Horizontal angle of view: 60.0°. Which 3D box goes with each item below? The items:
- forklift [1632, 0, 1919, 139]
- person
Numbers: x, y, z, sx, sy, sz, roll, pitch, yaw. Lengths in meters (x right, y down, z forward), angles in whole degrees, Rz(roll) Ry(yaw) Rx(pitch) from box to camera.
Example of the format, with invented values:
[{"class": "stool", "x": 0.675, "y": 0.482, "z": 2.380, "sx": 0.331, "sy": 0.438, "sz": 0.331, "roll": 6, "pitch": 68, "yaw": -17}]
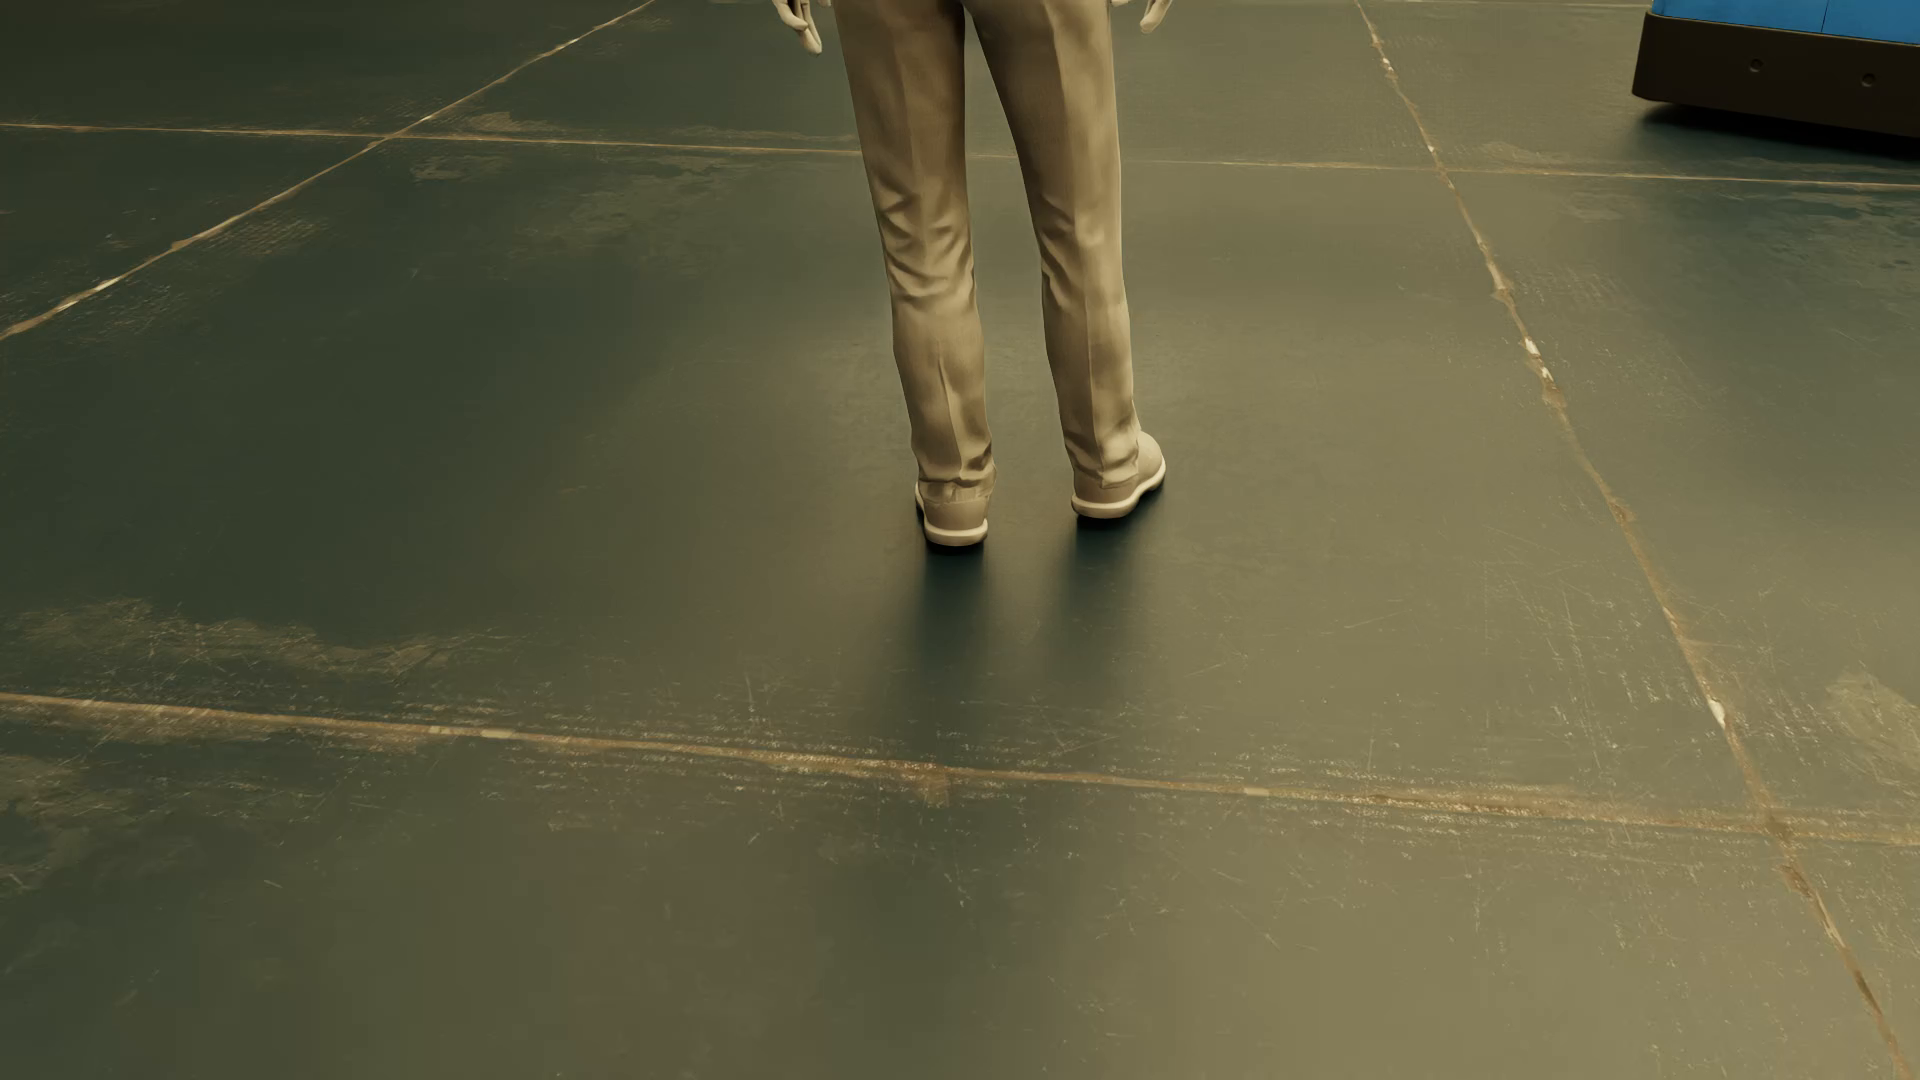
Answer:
[{"class": "forklift", "x": 3.413, "y": -2.928, "z": 5.087, "sx": 1.130, "sy": 2.935, "sz": 3.031, "roll": 23, "pitch": 34, "yaw": 38}, {"class": "person", "x": 0.016, "y": -0.795, "z": 2.178, "sx": 0.588, "sy": 1.695, "sz": 0.531, "roll": 3, "pitch": 27, "yaw": 7}]
